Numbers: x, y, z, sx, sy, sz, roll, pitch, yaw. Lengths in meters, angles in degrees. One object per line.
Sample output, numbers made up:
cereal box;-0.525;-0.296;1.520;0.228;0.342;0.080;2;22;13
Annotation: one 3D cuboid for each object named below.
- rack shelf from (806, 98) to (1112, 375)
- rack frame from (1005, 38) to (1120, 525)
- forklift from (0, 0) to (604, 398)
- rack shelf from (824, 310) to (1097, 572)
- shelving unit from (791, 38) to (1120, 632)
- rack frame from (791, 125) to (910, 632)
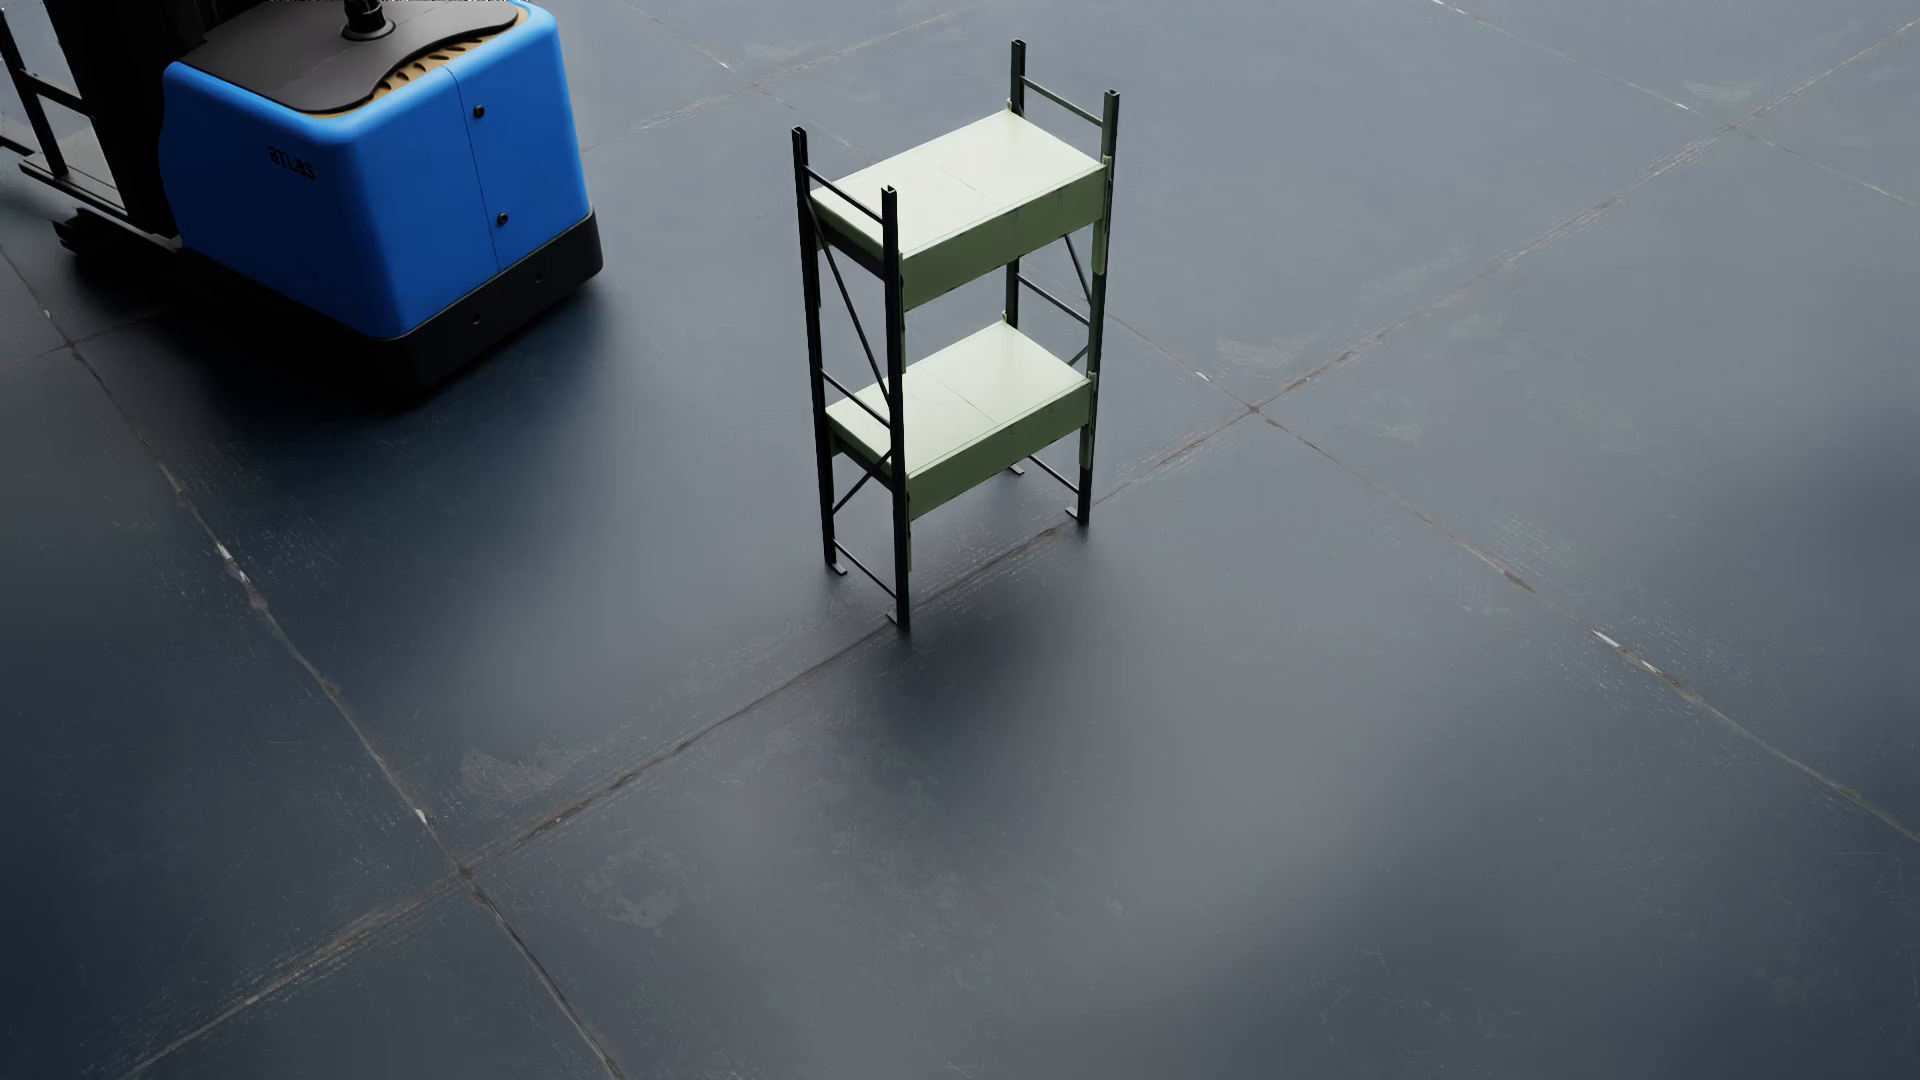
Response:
rack shelf;-0.005;-0.828;4.466;0.720;0.370;0.431;-30;51;-28
rack frame;0.276;-0.705;4.905;0.023;1.500;0.400;-30;51;-28
forklift;-2.845;-2.350;5.611;3.031;2.935;1.130;25;49;24
rack shelf;-0.005;-0.306;4.957;0.720;0.370;0.431;-30;51;-28
shelving unit;-0.005;-0.544;4.733;0.755;1.500;0.431;-30;51;-28
rack frame;-0.286;-0.383;4.562;0.023;1.500;0.400;-30;51;-28
